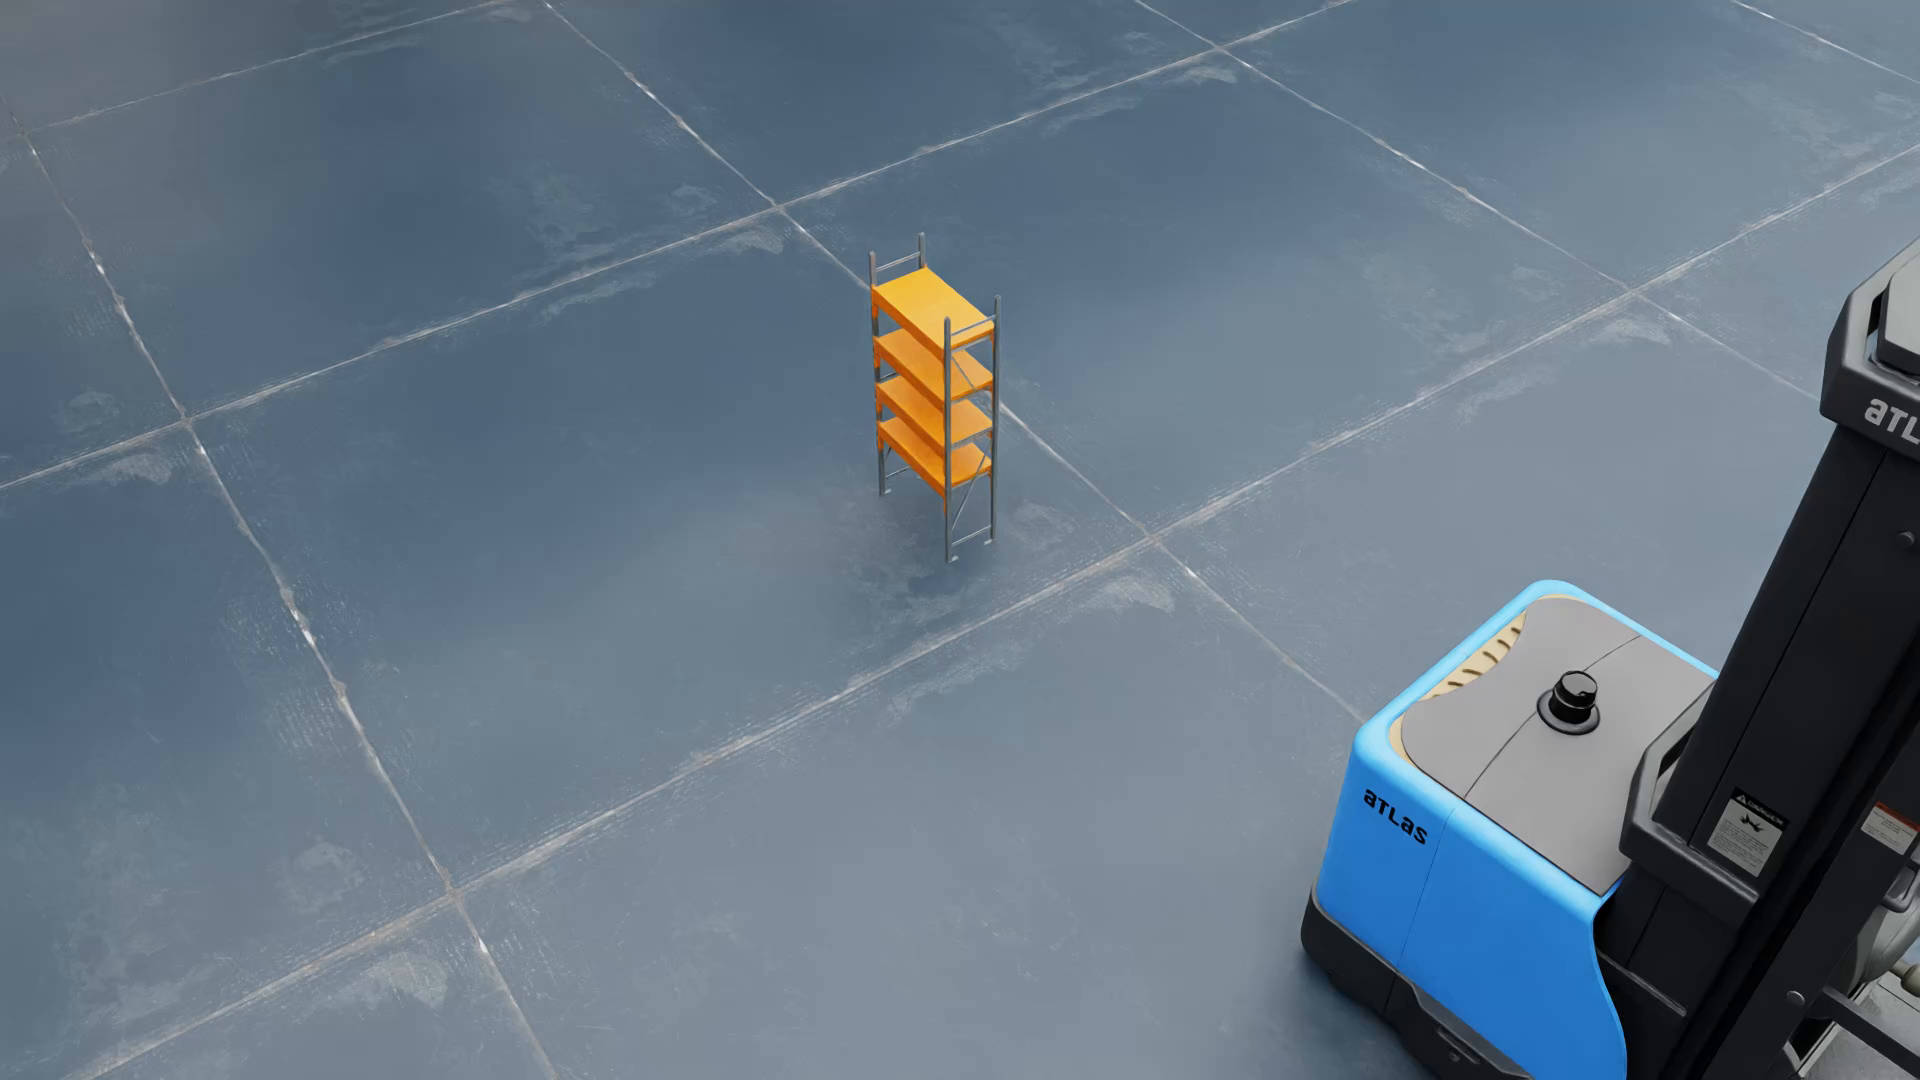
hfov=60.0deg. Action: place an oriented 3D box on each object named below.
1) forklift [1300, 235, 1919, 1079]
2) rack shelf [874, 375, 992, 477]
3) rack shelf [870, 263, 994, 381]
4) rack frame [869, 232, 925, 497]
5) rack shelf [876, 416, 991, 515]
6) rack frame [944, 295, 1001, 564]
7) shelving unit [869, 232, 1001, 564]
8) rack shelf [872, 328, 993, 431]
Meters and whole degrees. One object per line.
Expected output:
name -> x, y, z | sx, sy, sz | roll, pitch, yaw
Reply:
forklift -> 2.453, 0.788, 3.802 | 1.130, 2.935, 3.031 | -32, 52, -29
rack shelf -> -0.095, -0.479, 6.480 | 0.258, 0.148, 0.480 | -26, 49, -24
rack shelf -> -0.095, -0.812, 6.163 | 0.258, 0.148, 0.480 | -26, 49, -24
rack frame -> -0.234, -0.666, 6.579 | 0.240, 1.200, 0.015 | -26, 49, -24
rack shelf -> -0.095, -0.335, 6.617 | 0.258, 0.148, 0.480 | -26, 49, -24
rack frame -> 0.045, -0.390, 6.289 | 0.240, 1.200, 0.015 | -26, 49, -24
shelving unit -> -0.095, -0.528, 6.434 | 0.258, 1.200, 0.503 | -26, 49, -24
rack shelf -> -0.095, -0.641, 6.326 | 0.258, 0.148, 0.480 | -26, 49, -24
